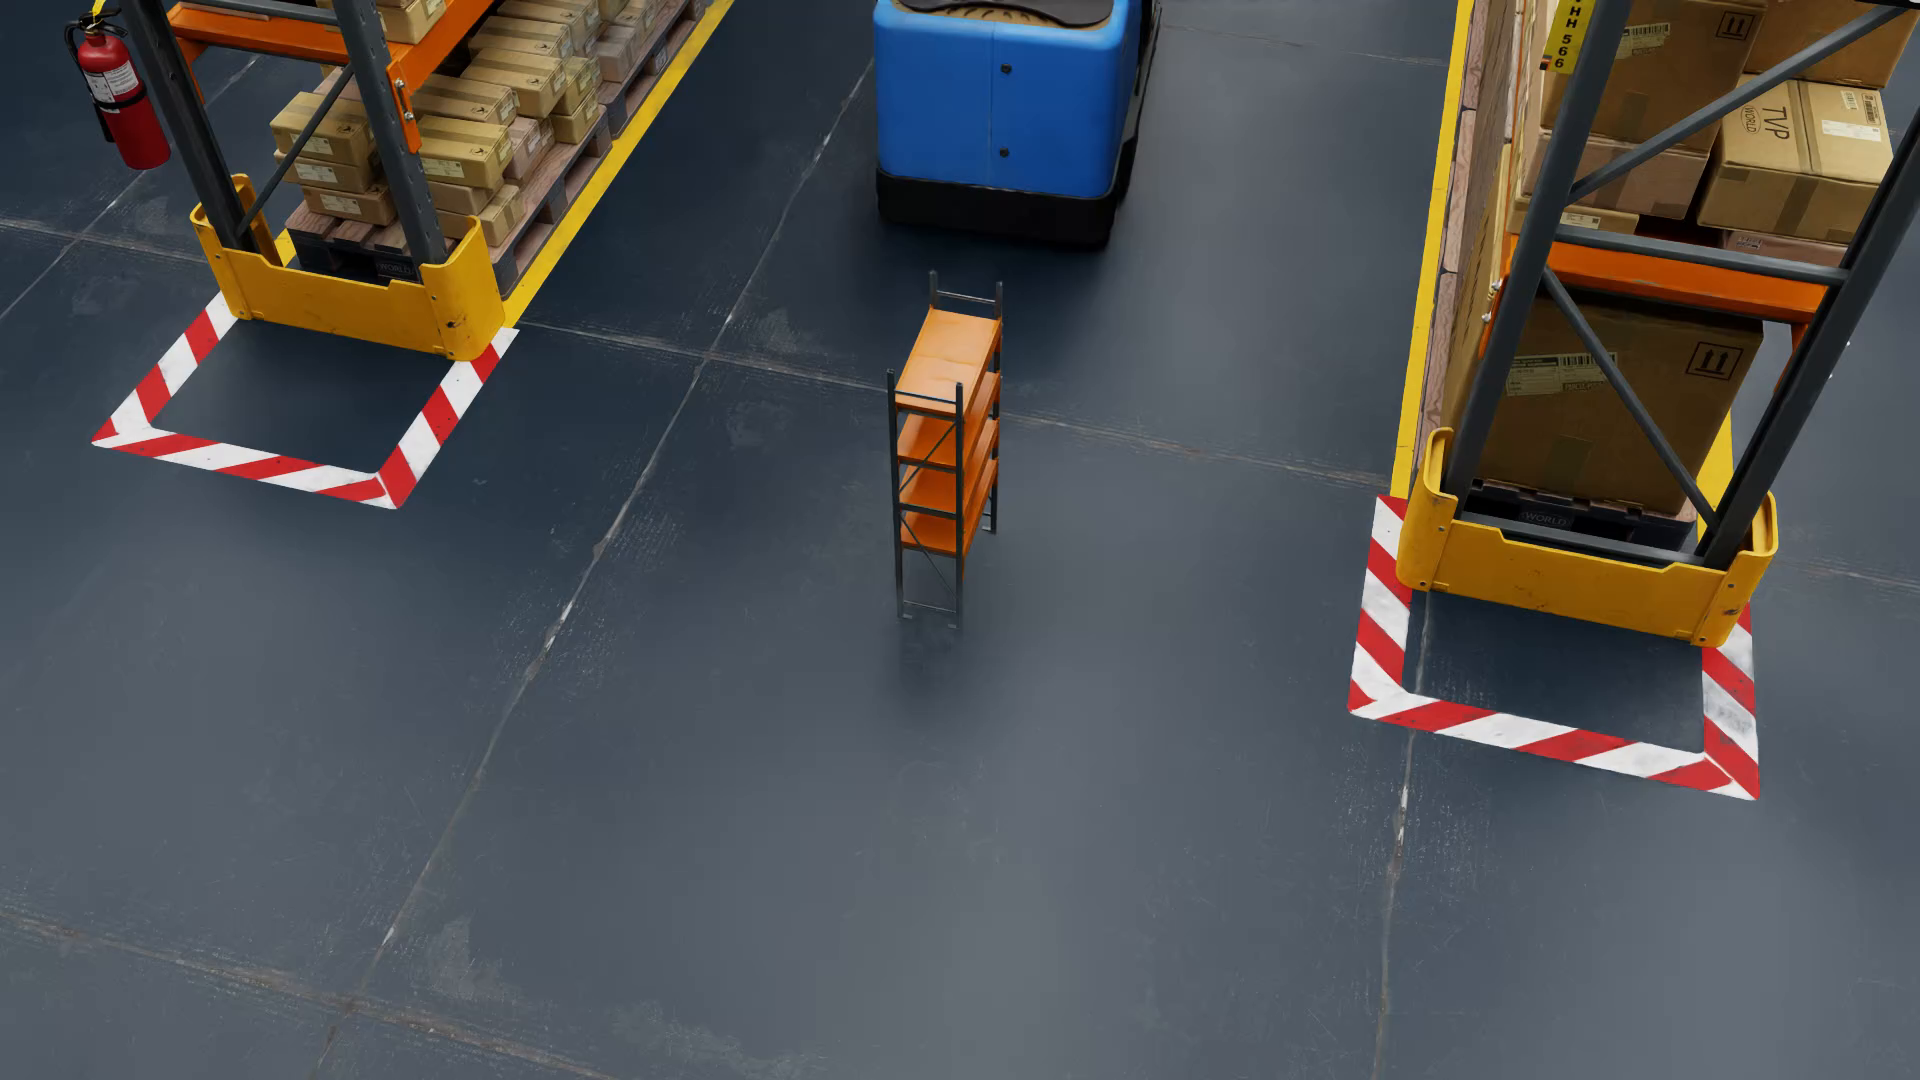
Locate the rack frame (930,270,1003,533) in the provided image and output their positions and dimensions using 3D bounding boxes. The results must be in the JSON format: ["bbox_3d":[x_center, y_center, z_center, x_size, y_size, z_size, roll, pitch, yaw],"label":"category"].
[{"bbox_3d":[0.021,-0.454,5.850,0.240,1.200,0.015,12,50,10],"label":"rack frame"}]

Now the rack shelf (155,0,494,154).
[{"bbox_3d":[-2.023,-3.114,7.478,1.077,0.370,4.000,12,50,10],"label":"rack shelf"}]

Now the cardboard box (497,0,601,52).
[{"bbox_3d":[-1.870,-2.384,7.578,0.380,0.149,0.250,13,50,12],"label":"cardboard box"}]

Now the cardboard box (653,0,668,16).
[{"bbox_3d":[-1.677,-2.719,8.271,0.380,0.149,0.250,12,50,11],"label":"cardboard box"}]

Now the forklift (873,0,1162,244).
[{"bbox_3d":[0.413,-3.395,7.292,1.130,2.935,3.031,8,49,7],"label":"forklift"}]

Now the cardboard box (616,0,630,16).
[{"bbox_3d":[-1.796,-2.682,8.039,0.380,0.149,0.250,14,50,12],"label":"cardboard box"}]

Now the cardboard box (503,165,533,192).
[{"bbox_3d":[-2.113,-1.622,7.303,0.380,0.149,0.250,11,50,10],"label":"cardboard box"}]

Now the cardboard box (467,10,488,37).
[{"bbox_3d":[-2.427,-2.391,7.782,0.380,0.149,0.250,12,50,11],"label":"cardboard box"}]

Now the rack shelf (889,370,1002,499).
[{"bbox_3d":[-0.044,-0.381,5.577,0.258,0.148,0.480,12,50,10],"label":"rack shelf"}]

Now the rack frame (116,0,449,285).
[{"bbox_3d":[-2.550,-1.905,5.931,1.000,3.000,0.127,12,50,10],"label":"rack frame"}]

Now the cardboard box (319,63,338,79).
[{"bbox_3d":[-2.588,-2.114,7.339,0.380,0.149,0.250,11,49,9],"label":"cardboard box"}]

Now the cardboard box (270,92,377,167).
[{"bbox_3d":[-2.655,-1.731,7.001,0.380,0.149,0.250,12,50,10],"label":"cardboard box"}]

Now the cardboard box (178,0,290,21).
[{"bbox_3d":[-2.737,-2.114,6.283,0.380,0.149,0.250,12,50,10],"label":"cardboard box"}]

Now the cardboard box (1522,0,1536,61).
[{"bbox_3d":[2.252,-1.832,6.034,0.380,0.149,0.250,11,49,9],"label":"cardboard box"}]

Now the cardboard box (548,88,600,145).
[{"bbox_3d":[-1.881,-1.967,7.606,0.380,0.149,0.250,12,50,10],"label":"cardboard box"}]

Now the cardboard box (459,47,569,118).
[{"bbox_3d":[-1.938,-1.990,7.230,0.380,0.149,0.250,11,50,10],"label":"cardboard box"}]

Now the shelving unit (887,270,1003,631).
[{"bbox_3d":[-0.044,-0.277,5.694,0.258,1.200,0.503,12,50,10],"label":"shelving unit"}]

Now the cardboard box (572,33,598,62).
[{"bbox_3d":[-1.908,-2.284,7.688,0.380,0.149,0.250,9,49,8],"label":"cardboard box"}]

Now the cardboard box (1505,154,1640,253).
[{"bbox_3d":[1.985,-1.093,5.382,0.380,0.149,0.250,12,50,11],"label":"cardboard box"}]

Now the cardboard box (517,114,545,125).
[{"bbox_3d":[-2.059,-1.909,7.357,0.380,0.149,0.250,12,50,11],"label":"cardboard box"}]

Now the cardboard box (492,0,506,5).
[{"bbox_3d":[-2.265,-2.662,7.824,0.380,0.149,0.250,10,49,9],"label":"cardboard box"}]

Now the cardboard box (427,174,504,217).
[{"bbox_3d":[-2.164,-1.528,7.021,0.380,0.149,0.250,13,50,12],"label":"cardboard box"}]

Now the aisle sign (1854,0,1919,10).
[{"bbox_3d":[2.479,-1.603,3.930,0.394,0.787,0.004,12,50,10],"label":"aisle sign"}]

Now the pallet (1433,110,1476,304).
[{"bbox_3d":[2.667,-1.404,7.349,1.003,0.211,1.213,12,50,10],"label":"pallet"}]

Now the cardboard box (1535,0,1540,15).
[{"bbox_3d":[2.348,-2.040,5.952,0.500,0.250,0.500,10,49,9],"label":"cardboard box"}]

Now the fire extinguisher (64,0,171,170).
[{"bbox_3d":[-3.061,-1.665,6.019,0.296,0.674,0.183,12,50,10],"label":"fire extinguisher"}]

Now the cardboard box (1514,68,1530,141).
[{"bbox_3d":[2.119,-1.464,5.709,0.380,0.149,0.250,12,50,10],"label":"cardboard box"}]

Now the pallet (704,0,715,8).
[{"bbox_3d":[-1.640,-3.383,9.095,1.003,0.211,1.213,12,50,10],"label":"pallet"}]

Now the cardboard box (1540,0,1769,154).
[{"bbox_3d":[2.083,-1.555,5.023,0.500,0.500,0.500,12,50,10],"label":"cardboard box"}]

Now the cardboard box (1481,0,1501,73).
[{"bbox_3d":[3.011,-2.721,7.788,0.875,0.875,0.875,12,50,10],"label":"cardboard box"}]

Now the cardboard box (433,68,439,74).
[{"bbox_3d":[-2.551,-2.014,7.450,0.380,0.149,0.250,10,49,8],"label":"cardboard box"}]

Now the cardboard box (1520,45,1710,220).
[{"bbox_3d":[2.080,-1.305,5.303,0.500,0.250,0.500,11,49,9],"label":"cardboard box"}]

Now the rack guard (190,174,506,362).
[{"bbox_3d":[-2.530,-1.133,6.917,1.175,0.500,0.348,12,50,10],"label":"rack guard"}]

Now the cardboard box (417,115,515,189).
[{"bbox_3d":[-2.084,-1.610,6.895,0.380,0.149,0.250,10,49,8],"label":"cardboard box"}]

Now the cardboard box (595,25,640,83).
[{"bbox_3d":[-1.757,-2.333,7.930,0.380,0.149,0.250,9,49,8],"label":"cardboard box"}]

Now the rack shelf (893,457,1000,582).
[{"bbox_3d":[-0.044,-0.101,5.894,0.258,0.148,0.480,12,50,10],"label":"rack shelf"}]

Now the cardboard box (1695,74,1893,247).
[{"bbox_3d":[2.595,-1.196,5.207,0.500,0.250,0.500,10,49,9],"label":"cardboard box"}]

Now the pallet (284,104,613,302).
[{"bbox_3d":[-2.282,-1.618,7.537,1.003,0.211,1.213,12,50,10],"label":"pallet"}]

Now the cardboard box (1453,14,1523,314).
[{"bbox_3d":[2.539,-1.426,6.645,0.875,0.875,0.875,12,50,10],"label":"cardboard box"}]
